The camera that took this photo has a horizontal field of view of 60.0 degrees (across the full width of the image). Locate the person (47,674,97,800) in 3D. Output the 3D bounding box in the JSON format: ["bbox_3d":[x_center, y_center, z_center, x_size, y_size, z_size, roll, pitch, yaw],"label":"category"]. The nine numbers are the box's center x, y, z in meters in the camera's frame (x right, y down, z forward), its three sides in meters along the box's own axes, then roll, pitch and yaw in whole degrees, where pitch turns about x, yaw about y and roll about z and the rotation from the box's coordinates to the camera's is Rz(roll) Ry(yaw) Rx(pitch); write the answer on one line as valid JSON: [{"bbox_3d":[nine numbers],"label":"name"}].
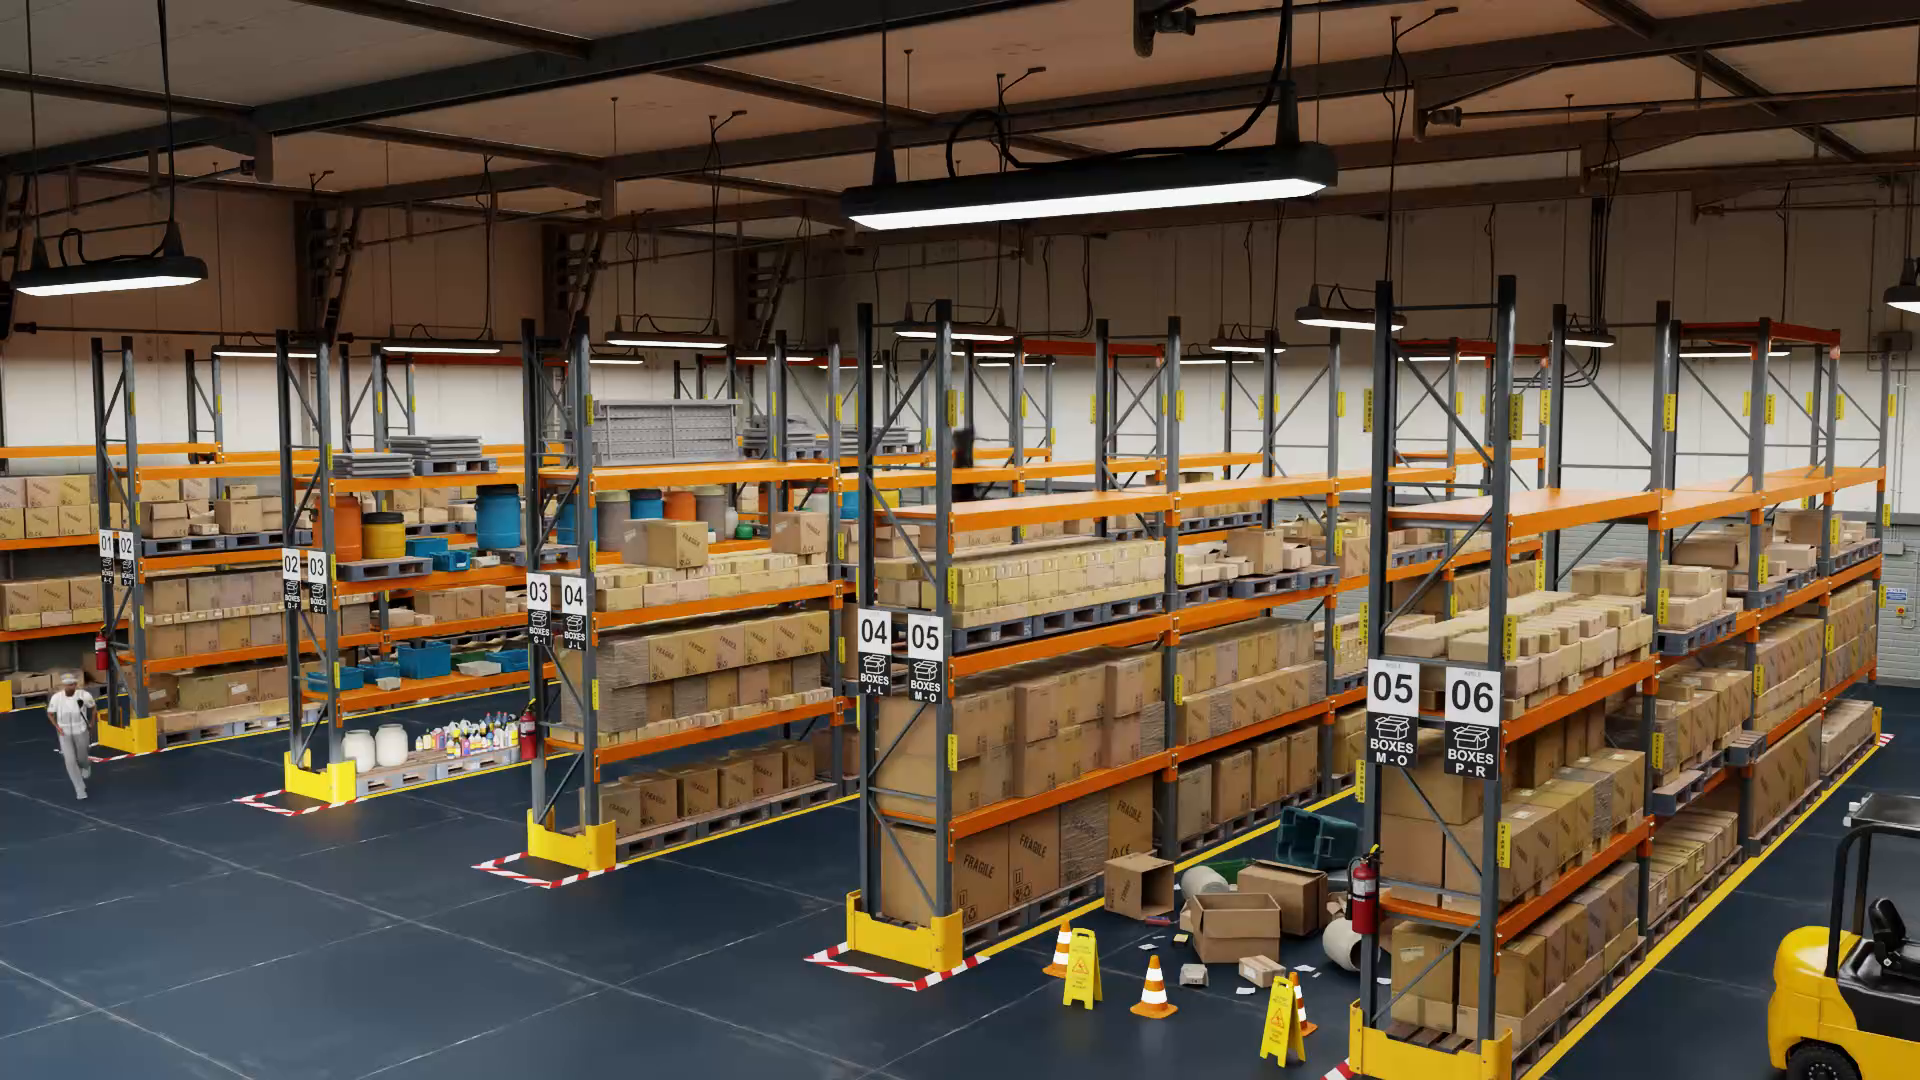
[{"bbox_3d":[-11.453,2.494,21.495,0.562,1.628,0.772,-2,5,-19],"label":"person"}]
